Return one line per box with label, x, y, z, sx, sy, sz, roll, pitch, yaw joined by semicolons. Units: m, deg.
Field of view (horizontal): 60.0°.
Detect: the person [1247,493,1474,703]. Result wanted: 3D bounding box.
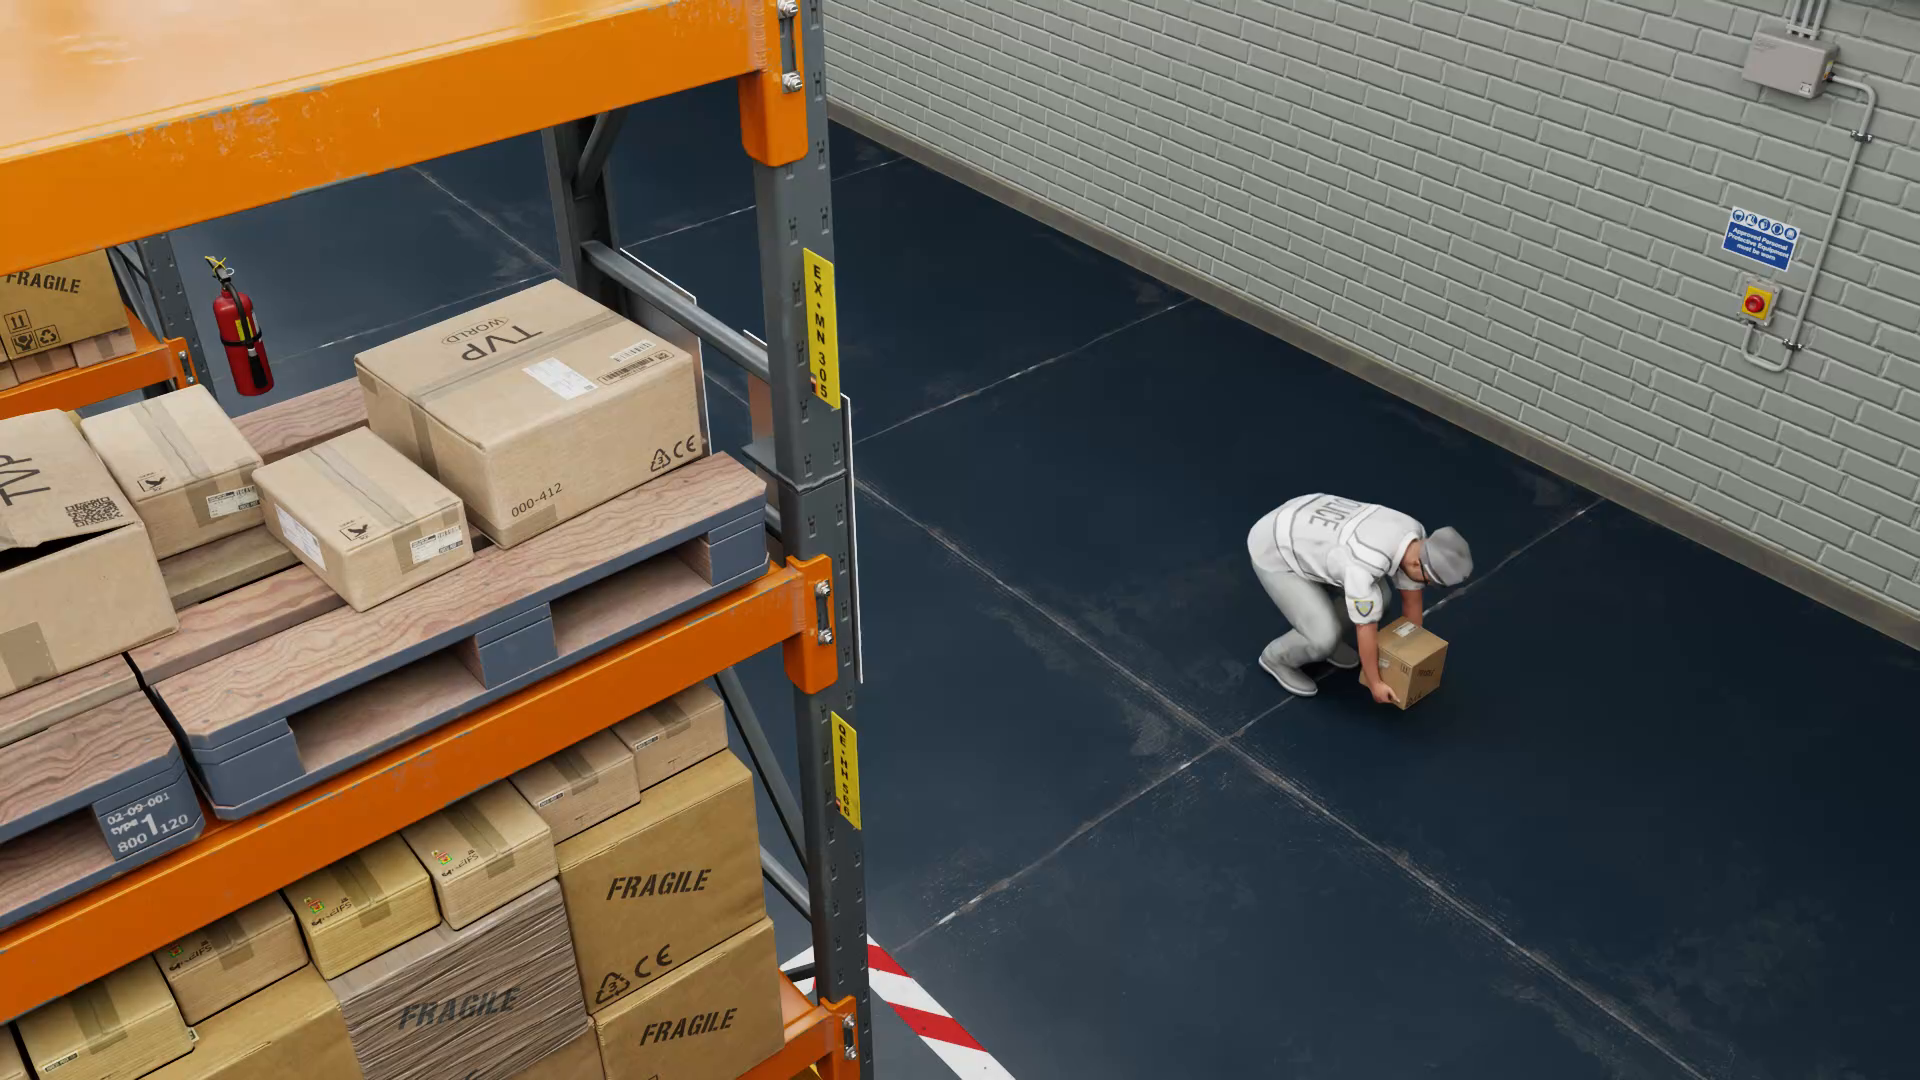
person;1.733;0.246;7.362;0.539;1.022;1.002;-28;44;-33
